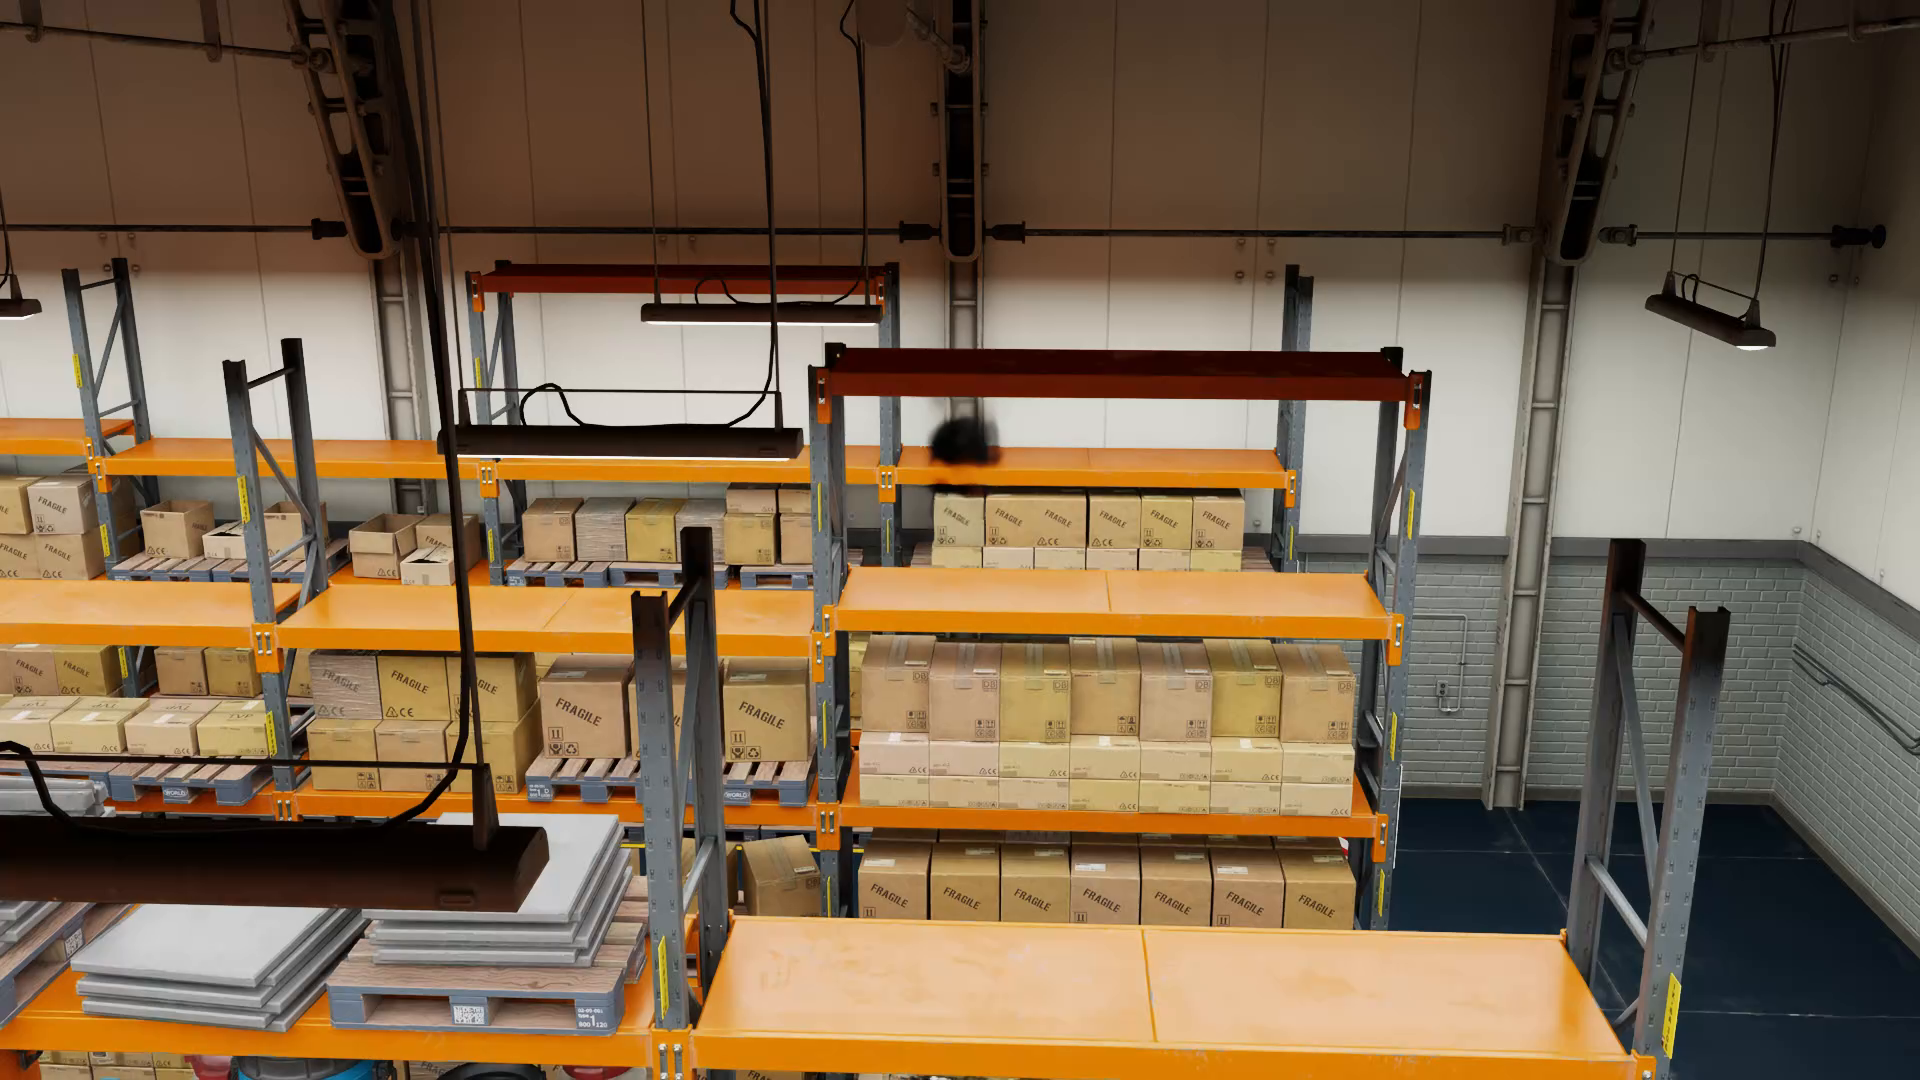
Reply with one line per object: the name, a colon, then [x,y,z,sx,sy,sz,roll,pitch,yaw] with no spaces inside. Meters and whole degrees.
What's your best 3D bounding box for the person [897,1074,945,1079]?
person: [-0.321,4.195,11.056,0.826,1.830,0.667,-2,16,-7]
